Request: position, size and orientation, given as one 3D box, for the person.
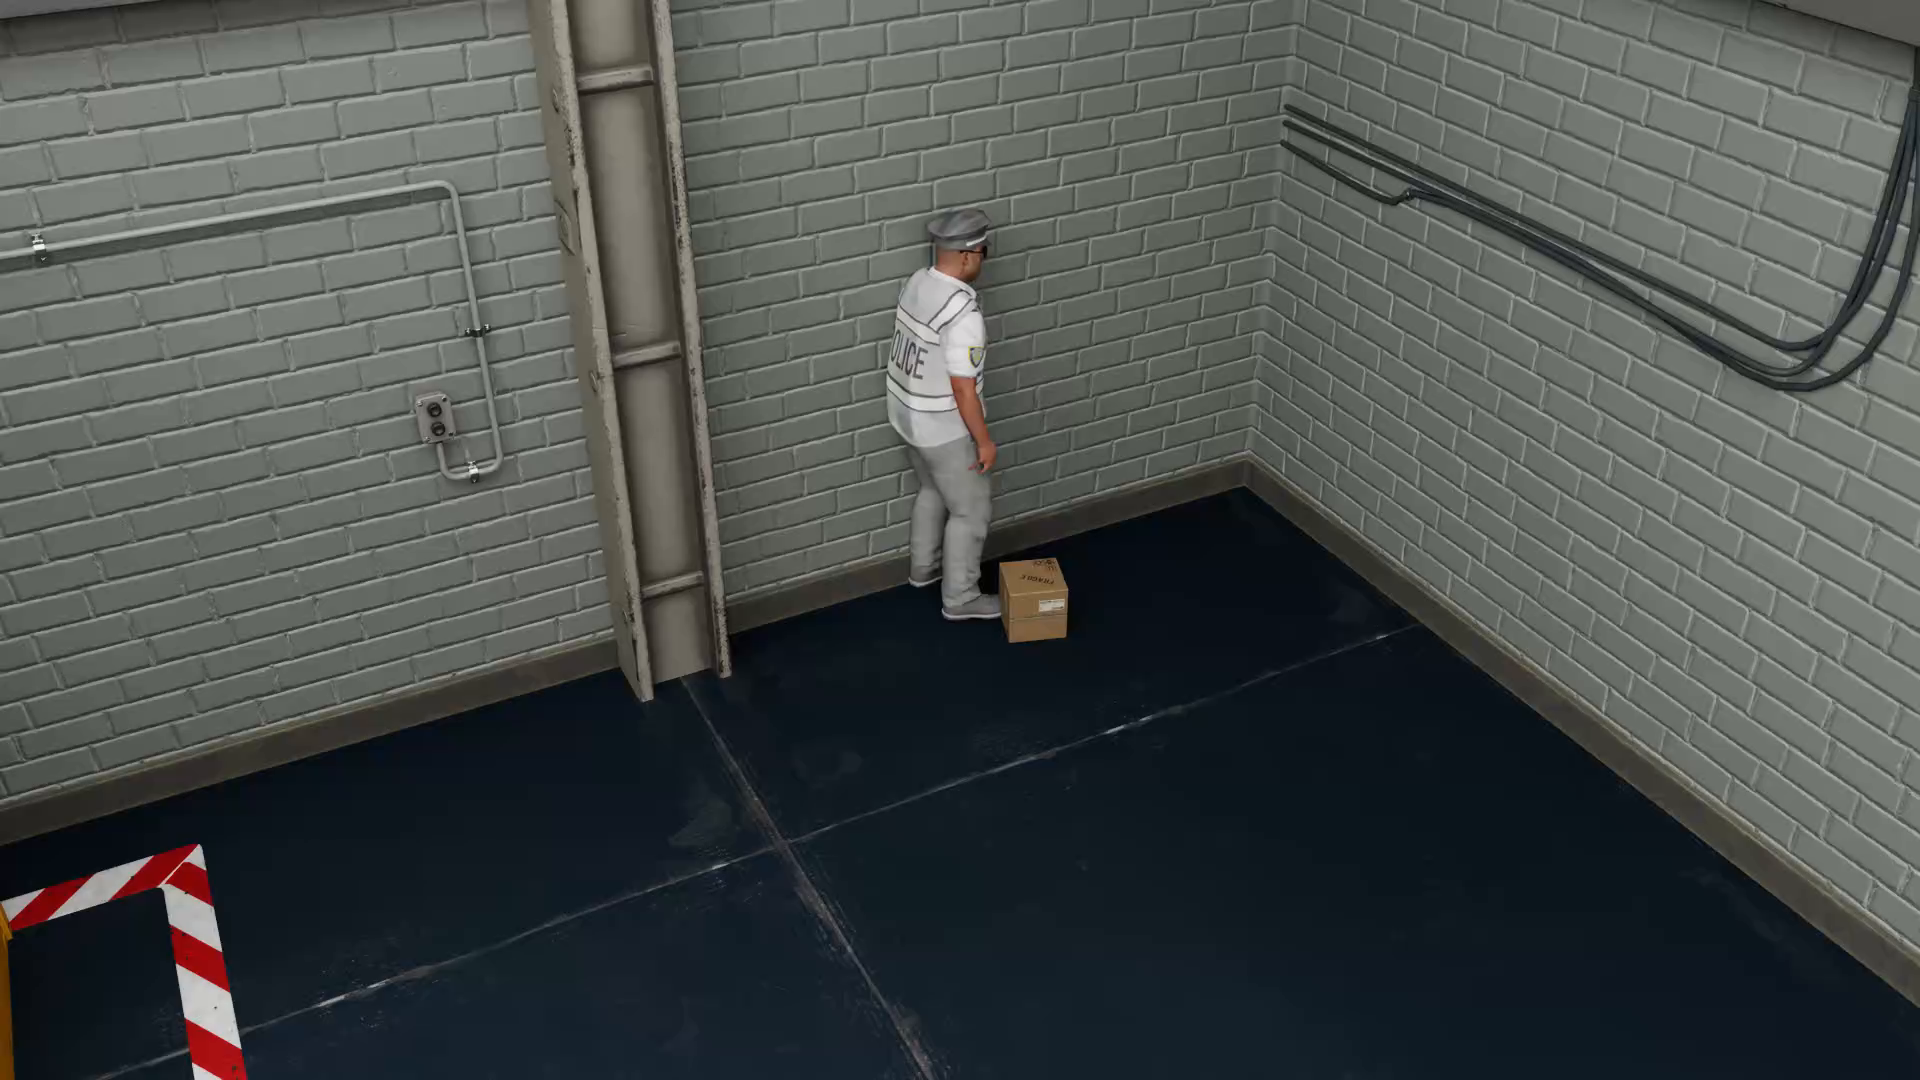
[{"bbox_3d":[-0.062,-0.501,6.908,0.440,1.748,0.586,-16,36,-23],"label":"person"}]
